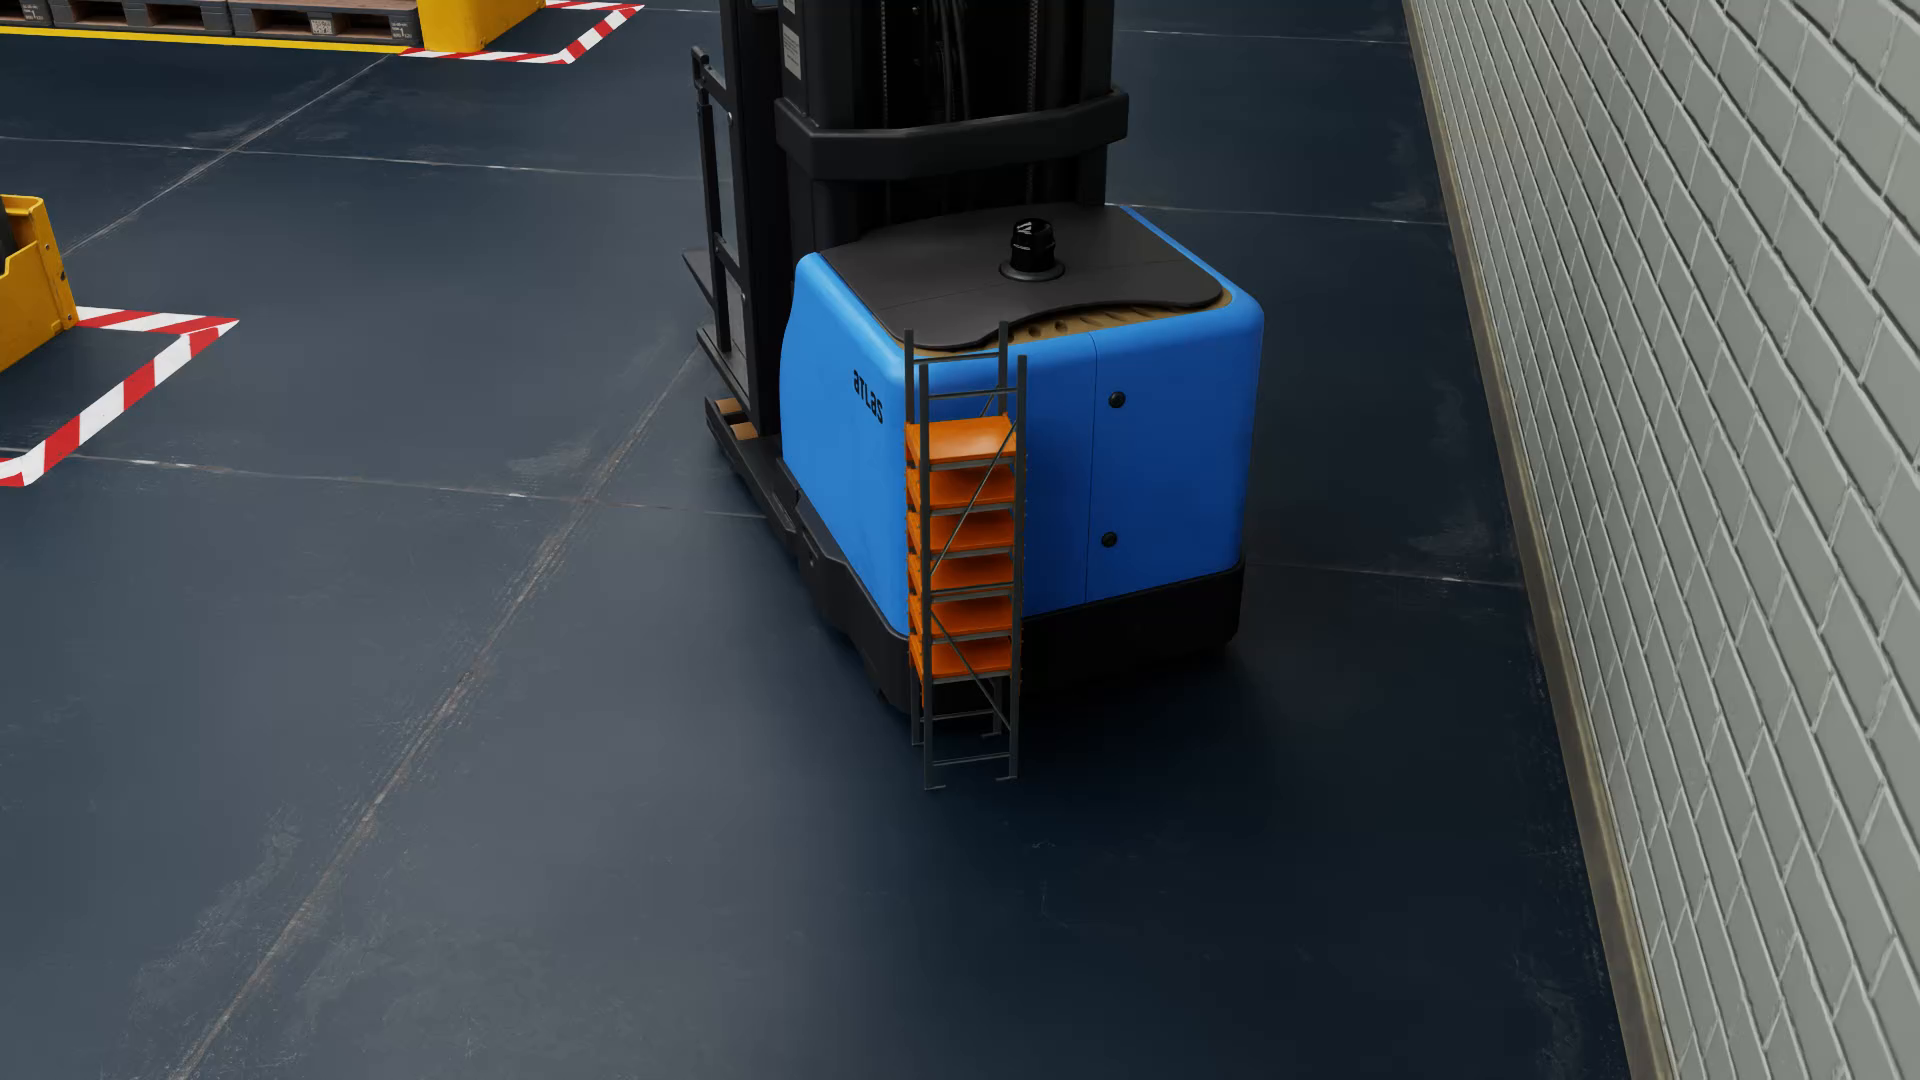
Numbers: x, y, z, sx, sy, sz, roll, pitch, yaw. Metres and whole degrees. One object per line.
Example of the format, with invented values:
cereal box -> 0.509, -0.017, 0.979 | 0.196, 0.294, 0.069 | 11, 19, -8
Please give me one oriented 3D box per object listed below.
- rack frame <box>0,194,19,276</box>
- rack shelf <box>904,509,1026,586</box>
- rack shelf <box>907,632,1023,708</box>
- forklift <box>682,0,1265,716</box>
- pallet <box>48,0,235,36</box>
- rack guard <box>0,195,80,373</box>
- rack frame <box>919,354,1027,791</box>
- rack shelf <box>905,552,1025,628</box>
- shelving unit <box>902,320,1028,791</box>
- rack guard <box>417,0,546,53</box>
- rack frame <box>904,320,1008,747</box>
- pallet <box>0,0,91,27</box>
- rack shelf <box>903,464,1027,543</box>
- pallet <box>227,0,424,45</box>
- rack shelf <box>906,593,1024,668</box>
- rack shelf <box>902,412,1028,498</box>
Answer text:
rack frame -> -3.800, -1.879, 5.424 | 0.127, 3.000, 1.000 | 5, 32, 8
rack shelf -> 0.010, 0.005, 3.969 | 0.258, 0.103, 0.180 | -6, 33, -10
rack shelf -> 0.010, 0.310, 4.160 | 0.258, 0.103, 0.180 | -6, 33, -10
forklift -> -0.234, -1.548, 4.961 | 1.130, 2.935, 3.031 | -12, 34, -19
pallet -> -4.973, -3.491, 10.628 | 1.213, 0.211, 1.003 | 5, 32, 8
rack guard -> -3.777, -0.817, 6.084 | 0.348, 0.500, 1.175 | 5, 32, 8
rack frame -> 0.029, 0.116, 3.933 | 0.240, 1.200, 0.006 | -6, 33, -10
rack shelf -> 0.010, 0.106, 4.033 | 0.258, 0.103, 0.180 | -6, 33, -10
shelving unit -> 0.010, 0.069, 4.009 | 0.258, 1.200, 0.189 | -6, 33, -10
rack guard -> -2.941, -3.414, 10.233 | 0.348, 0.500, 1.175 | 5, 32, 8
rack frame -> -0.008, 0.021, 4.085 | 0.240, 1.200, 0.006 | -6, 33, -10
pallet -> -6.179, -3.599, 10.800 | 1.213, 0.211, 1.003 | 5, 32, 8
rack shelf -> 0.010, -0.097, 3.906 | 0.258, 0.103, 0.180 | -6, 33, -10
pallet -> -3.774, -3.381, 10.452 | 1.213, 0.211, 1.003 | 5, 32, 8
rack shelf -> 0.010, 0.208, 4.097 | 0.258, 0.103, 0.180 | -6, 33, -10
rack shelf -> 0.010, -0.199, 3.842 | 0.258, 0.103, 0.180 | -6, 33, -10
